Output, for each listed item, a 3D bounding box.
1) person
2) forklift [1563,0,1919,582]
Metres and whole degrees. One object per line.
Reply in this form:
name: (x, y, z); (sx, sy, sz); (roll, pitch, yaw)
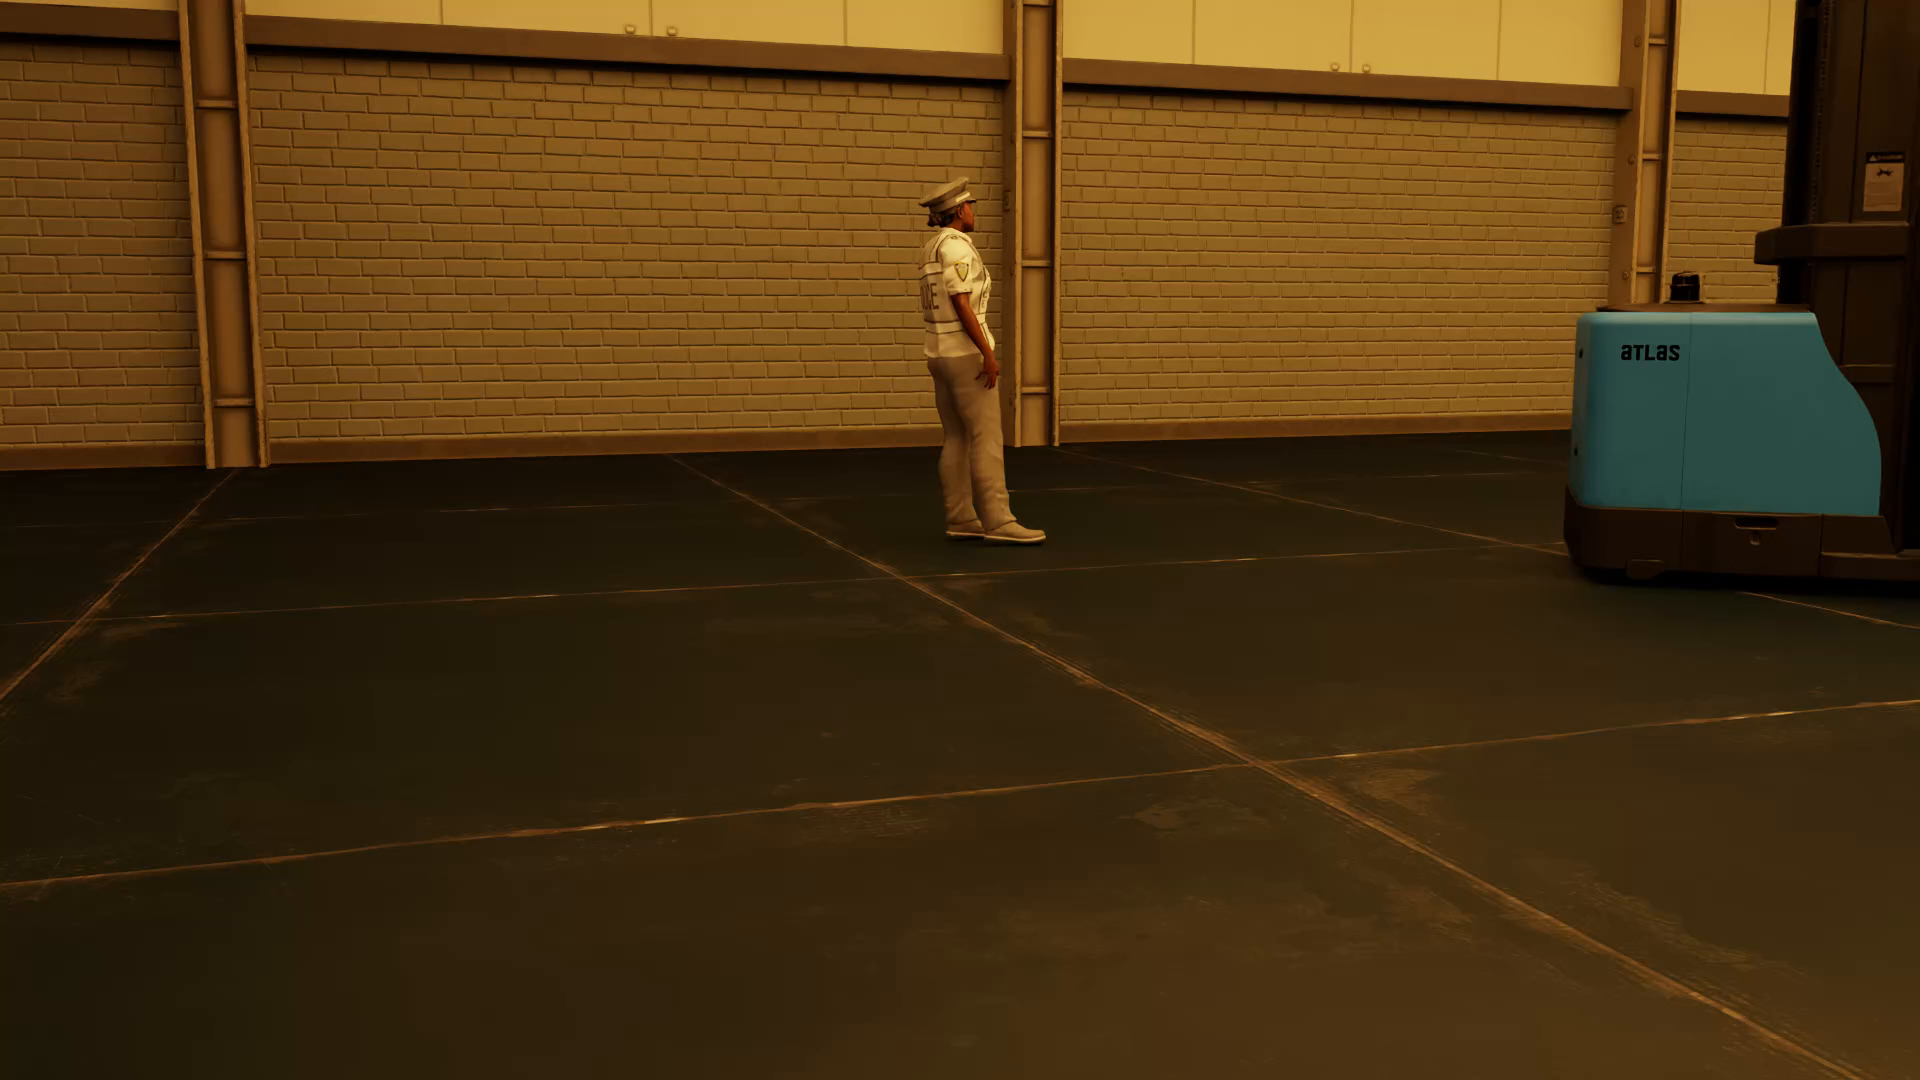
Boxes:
person: (0.078, -0.848, 7.814); (0.528, 1.695, 0.569); (-3, 8, -18)
forklift: (4.049, -1.282, 6.476); (3.031, 2.935, 1.130); (2, 8, 17)
